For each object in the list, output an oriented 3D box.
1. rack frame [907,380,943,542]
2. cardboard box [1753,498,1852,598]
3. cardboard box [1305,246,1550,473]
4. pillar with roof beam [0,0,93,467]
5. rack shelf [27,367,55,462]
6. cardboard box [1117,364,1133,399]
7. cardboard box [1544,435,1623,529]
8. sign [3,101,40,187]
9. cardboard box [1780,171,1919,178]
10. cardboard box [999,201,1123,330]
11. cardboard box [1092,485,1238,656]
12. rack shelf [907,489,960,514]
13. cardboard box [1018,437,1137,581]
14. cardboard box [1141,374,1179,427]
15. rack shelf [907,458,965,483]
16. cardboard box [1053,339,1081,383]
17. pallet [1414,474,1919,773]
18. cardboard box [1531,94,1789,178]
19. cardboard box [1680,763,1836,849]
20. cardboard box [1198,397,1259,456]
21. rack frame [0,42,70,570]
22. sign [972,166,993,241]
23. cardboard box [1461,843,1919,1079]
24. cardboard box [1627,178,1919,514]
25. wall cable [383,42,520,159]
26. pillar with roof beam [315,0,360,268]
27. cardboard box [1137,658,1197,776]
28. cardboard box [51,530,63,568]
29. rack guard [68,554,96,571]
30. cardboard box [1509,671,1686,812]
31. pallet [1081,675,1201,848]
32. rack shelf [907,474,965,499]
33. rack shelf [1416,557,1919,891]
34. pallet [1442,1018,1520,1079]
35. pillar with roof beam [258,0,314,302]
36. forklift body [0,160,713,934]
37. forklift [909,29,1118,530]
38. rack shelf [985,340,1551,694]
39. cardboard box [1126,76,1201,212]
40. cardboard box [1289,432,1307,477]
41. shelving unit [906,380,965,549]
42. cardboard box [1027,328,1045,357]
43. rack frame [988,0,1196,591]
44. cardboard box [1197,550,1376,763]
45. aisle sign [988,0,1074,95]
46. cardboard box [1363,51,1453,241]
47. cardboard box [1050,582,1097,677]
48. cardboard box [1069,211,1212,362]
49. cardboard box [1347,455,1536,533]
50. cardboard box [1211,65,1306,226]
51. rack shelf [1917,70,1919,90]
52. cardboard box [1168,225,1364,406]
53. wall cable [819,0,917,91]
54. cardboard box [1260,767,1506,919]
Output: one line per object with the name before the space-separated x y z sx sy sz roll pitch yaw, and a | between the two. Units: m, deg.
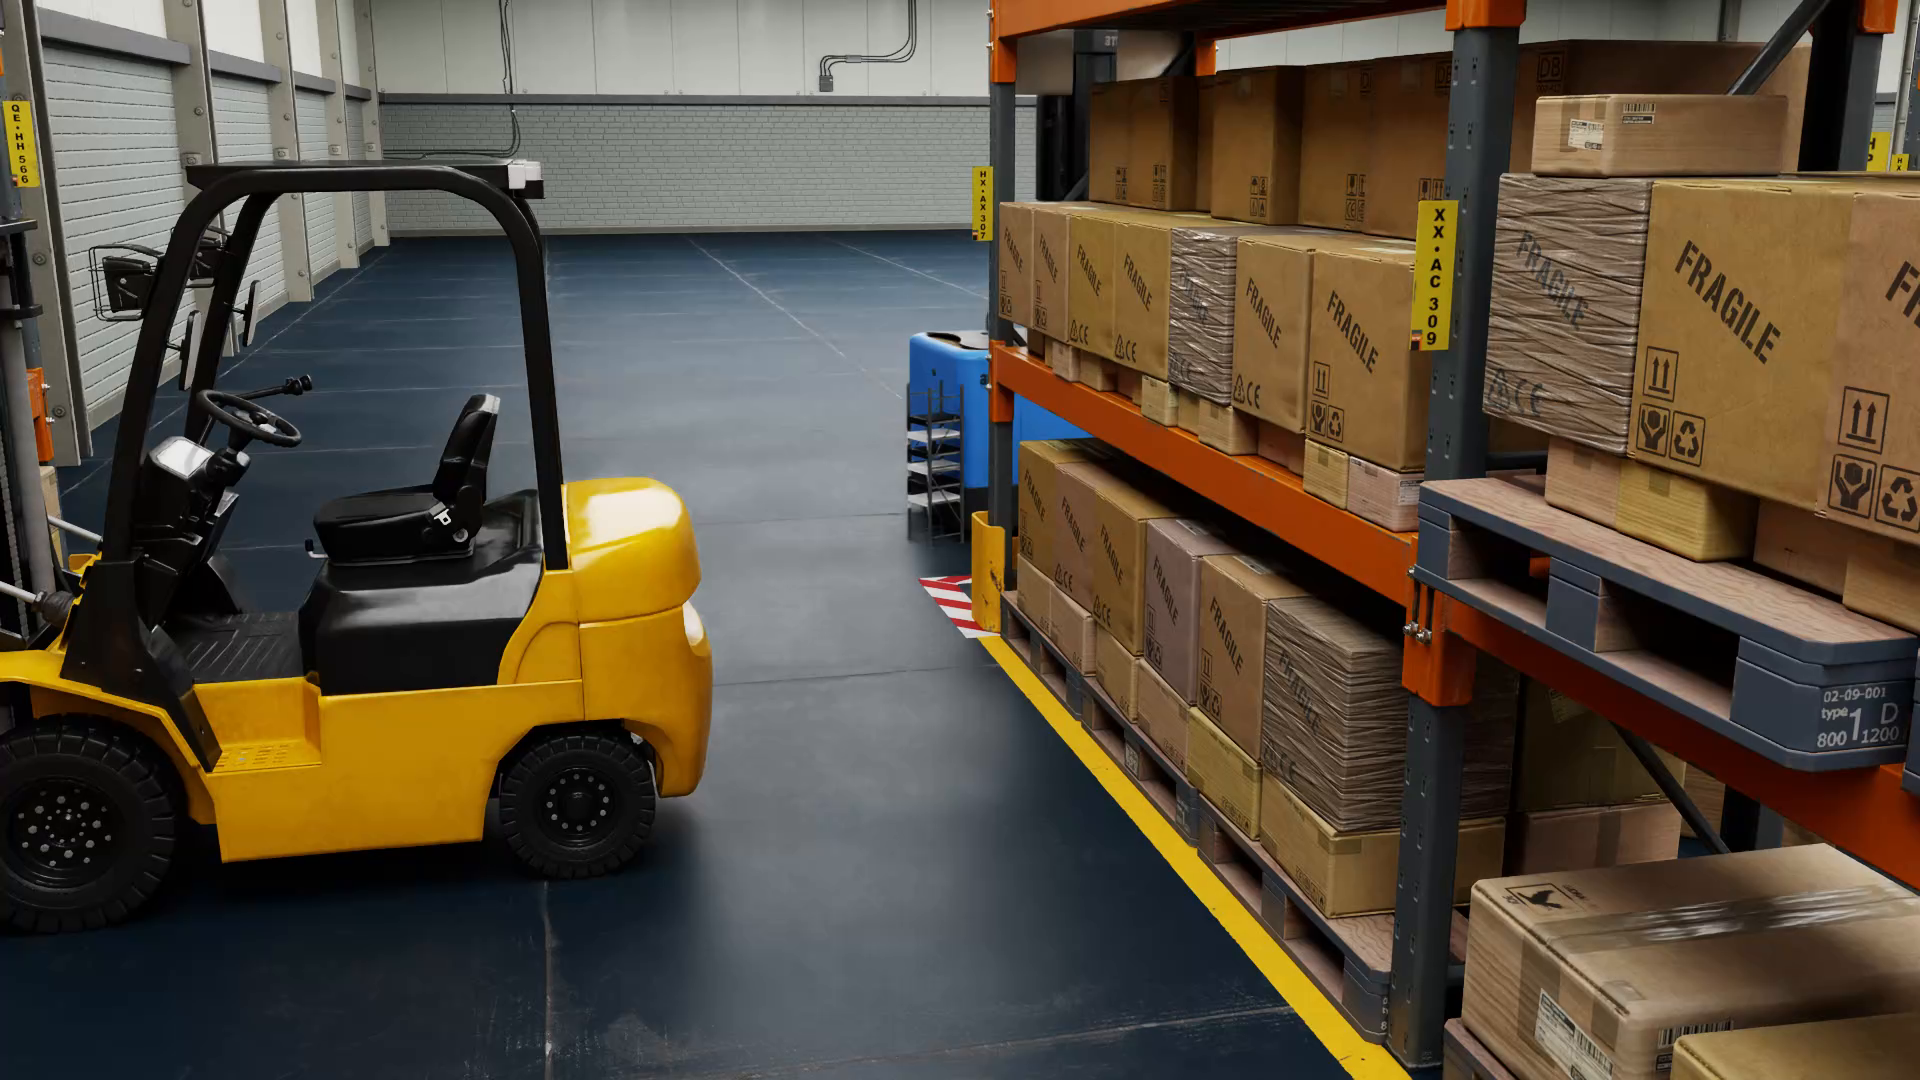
rack frame | -0.195 -0.441 9.336 0.240 0.900 0.006 -10 17 -34
cardboard box | 1.585 -0.010 2.792 0.380 0.149 0.250 -2 14 -10
cardboard box | 1.225 -0.474 4.209 0.500 0.500 0.500 -4 14 -15
pillar with roof beam | -2.129 -5.165 11.607 9.100 9.000 0.400 -3 14 -13
rack shelf | -3.722 -0.027 4.732 1.077 0.370 4.000 -3 14 -13
cardboard box | 0.796 -0.603 6.106 0.380 0.149 0.250 -3 14 -11
cardboard box | 1.394 -0.129 3.280 0.380 0.149 0.250 -3 14 -12
sign | -3.661 -1.542 6.480 0.100 0.325 0.005 -3 14 -13
cardboard box | 1.903 -0.496 3.413 0.500 0.500 0.500 -4 14 -14
cardboard box | 0.474 -1.183 7.113 0.500 0.500 0.500 -4 14 -14
cardboard box | 0.796 0.096 6.043 0.500 0.500 0.500 -3 14 -12
rack shelf | -0.136 -0.214 9.306 0.258 0.077 0.200 -10 17 -34
cardboard box | 0.559 -0.141 7.011 0.500 0.500 0.500 -4 14 -15
cardboard box | 0.831 -0.480 5.599 0.380 0.149 0.250 -3 14 -13
rack shelf | -0.136 -0.389 9.263 0.258 0.077 0.200 -10 17 -34
cardboard box | 0.582 -0.719 6.578 0.380 0.149 0.250 -3 14 -12
pallet | 1.610 0.085 3.162 1.003 0.211 1.213 -3 14 -13
cardboard box | 1.338 -0.776 3.195 0.380 0.149 0.250 -3 14 -13
cardboard box | 2.643 0.698 5.512 0.500 0.500 0.500 7 15 26
cardboard box | 0.958 -0.362 5.116 0.380 0.149 0.250 -3 14 -14
rack frame | -4.192 -0.837 6.535 1.000 3.000 0.127 -3 14 -13
sign | 0.105 -1.505 7.444 0.100 0.325 0.005 -3 14 -13
cardboard box | 1.697 1.001 3.661 0.950 0.372 0.625 -3 14 -12
cardboard box | 1.521 -0.350 2.816 0.500 0.500 0.500 -3 14 -13
wall cable | -11.357 -9.707 36.739 3.097 2.526 0.112 -3 14 -13
pillar with roof beam | -6.356 -9.317 28.604 9.100 9.000 0.400 -3 14 -13
cardboard box | 0.922 0.578 5.649 0.500 0.250 0.500 -3 14 -12
cardboard box | -3.774 0.146 6.364 0.500 0.250 0.500 -3 14 -14
rack guard | -4.198 0.371 6.854 1.175 0.500 0.348 -3 14 -13
cardboard box | 1.695 0.424 4.700 0.500 0.500 0.500 -3 14 -11
pallet | 1.089 0.727 6.005 1.003 0.211 1.213 -3 14 -13
rack shelf | -0.136 -0.302 9.285 0.258 0.077 0.200 -10 17 -34
rack shelf | 2.041 0.619 2.091 1.077 0.370 4.000 -3 14 -13
pallet | 1.756 1.342 3.490 1.003 0.211 1.213 -3 14 -13
pillar with roof beam | -4.947 -7.933 22.938 9.100 9.000 0.400 -3 14 -13
forklift body | -1.973 -0.089 5.261 2.313 2.155 1.214 -3 14 -13
forklift | 1.255 -1.638 9.956 3.031 2.935 1.130 -5 15 -19
rack shelf | 1.102 -0.304 5.868 1.077 0.370 4.000 -3 14 -13
cardboard box | 1.076 -1.571 6.593 0.700 0.500 0.500 -3 14 -13
cardboard box | 1.149 -0.249 4.656 0.380 0.149 0.250 -3 14 -13
shelving unit | -0.136 -0.421 9.255 0.258 0.900 0.210 -10 17 -34
cardboard box | 0.511 -0.903 7.333 0.380 0.149 0.250 -3 14 -13
rack frame | 0.632 -1.115 7.671 1.000 3.000 0.127 -3 14 -13
cardboard box | 1.051 0.336 5.058 0.500 0.500 0.500 -3 14 -12
aisle sign | 0.316 -2.375 7.350 0.394 0.787 0.004 -3 14 -13
cardboard box | 1.580 -1.104 4.680 0.700 0.500 0.500 -3 14 -13
cardboard box | 0.665 0.336 6.639 0.500 0.250 0.500 -3 14 -11
cardboard box | 0.719 -0.947 6.144 0.500 0.500 0.500 -4 14 -14
cardboard box | 1.200 -0.127 4.157 0.380 0.149 0.250 -3 14 -14
cardboard box | 1.278 -1.336 5.632 0.700 0.500 0.500 -3 14 -14
rack shelf | 5.890 -2.061 6.736 1.077 0.370 4.000 -3 14 -13
cardboard box | 0.972 -0.712 5.183 0.500 0.500 0.500 -3 14 -12
wall cable | -2.125 -13.393 38.118 2.305 6.003 0.169 -3 14 -13
cardboard box | 1.171 0.818 4.667 0.500 0.250 0.500 -3 14 -11
